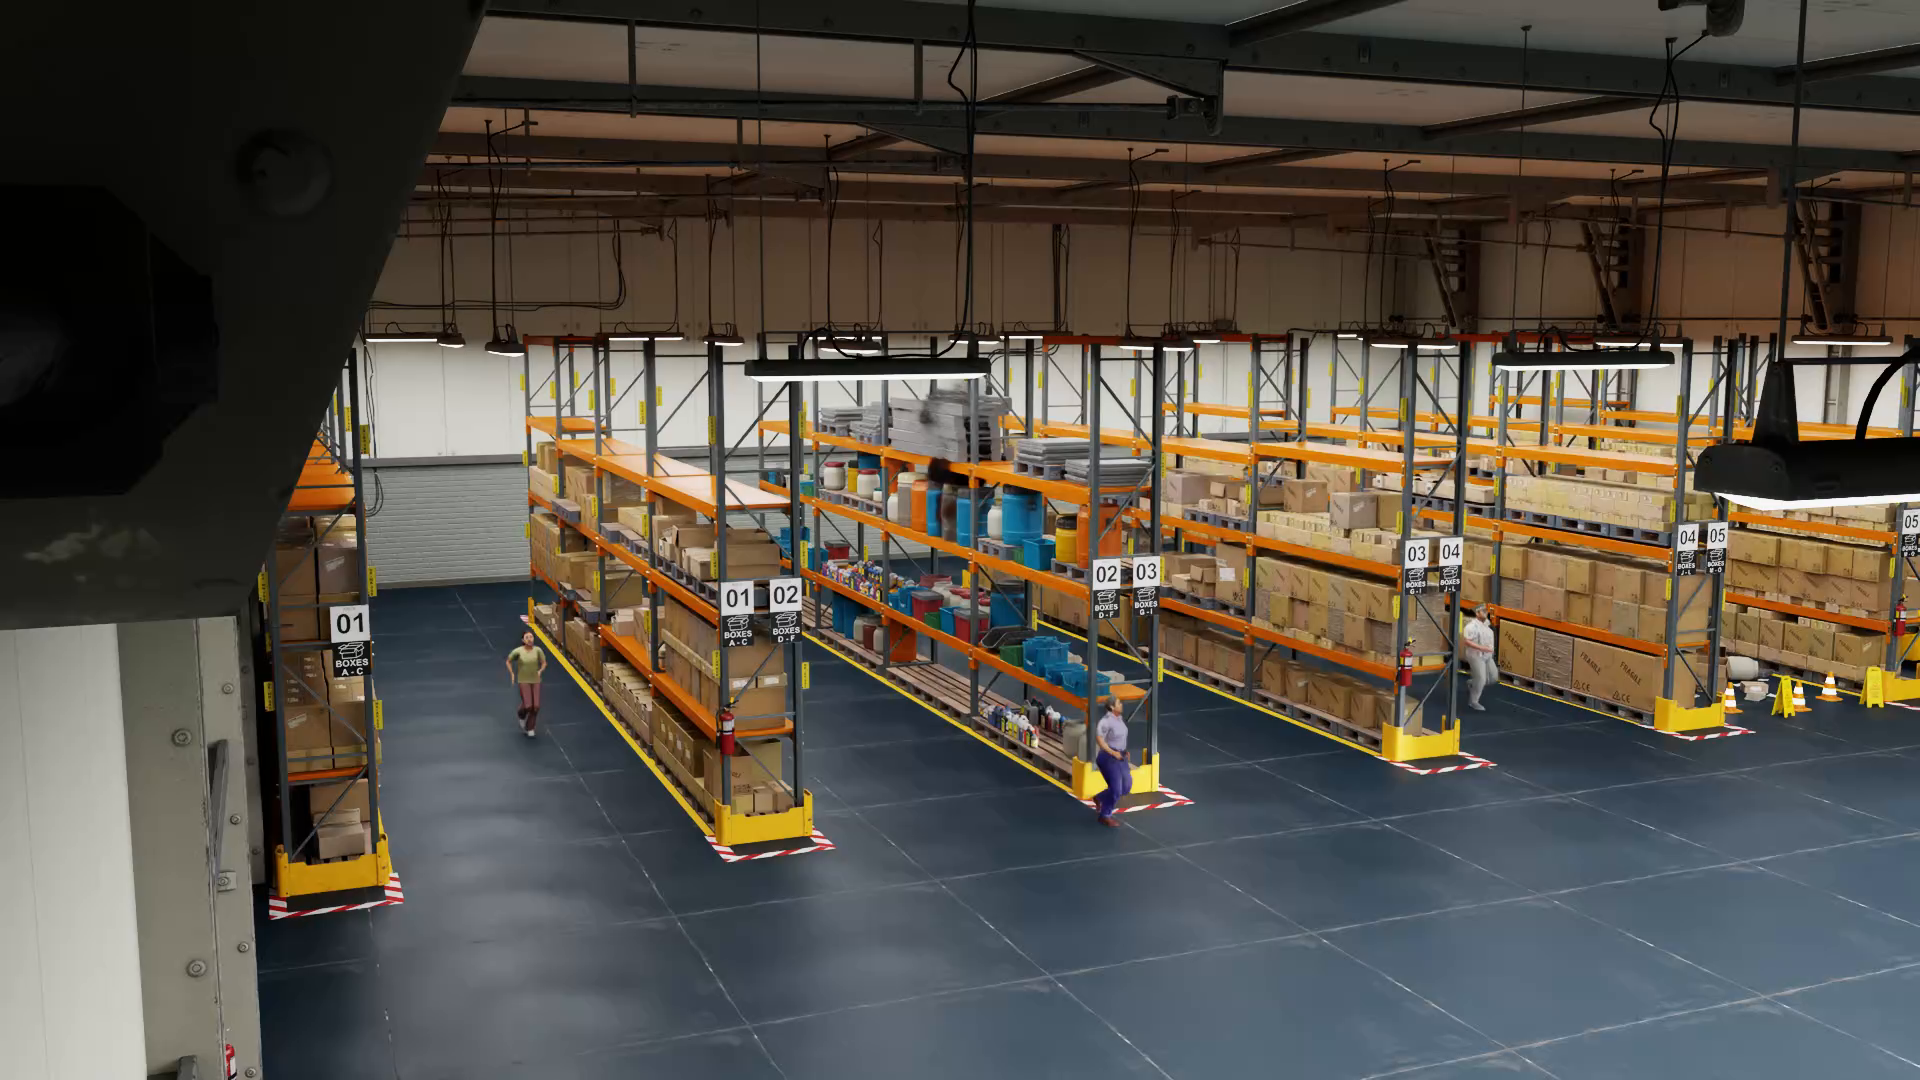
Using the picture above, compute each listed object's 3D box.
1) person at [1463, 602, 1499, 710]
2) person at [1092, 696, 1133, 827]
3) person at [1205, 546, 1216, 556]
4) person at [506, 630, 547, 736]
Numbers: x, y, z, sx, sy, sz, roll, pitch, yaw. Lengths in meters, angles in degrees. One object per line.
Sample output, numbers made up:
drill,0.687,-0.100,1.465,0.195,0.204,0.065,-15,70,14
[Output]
person,8.479,1.877,27.077,0.705,1.752,0.612,-6,9,-36
person,1.948,2.769,20.968,0.470,1.609,0.648,4,9,28
person,6.359,-0.118,42.043,0.855,1.707,0.605,-4,9,-28
person,-6.543,2.175,25.258,0.581,1.630,0.540,-4,9,-29
